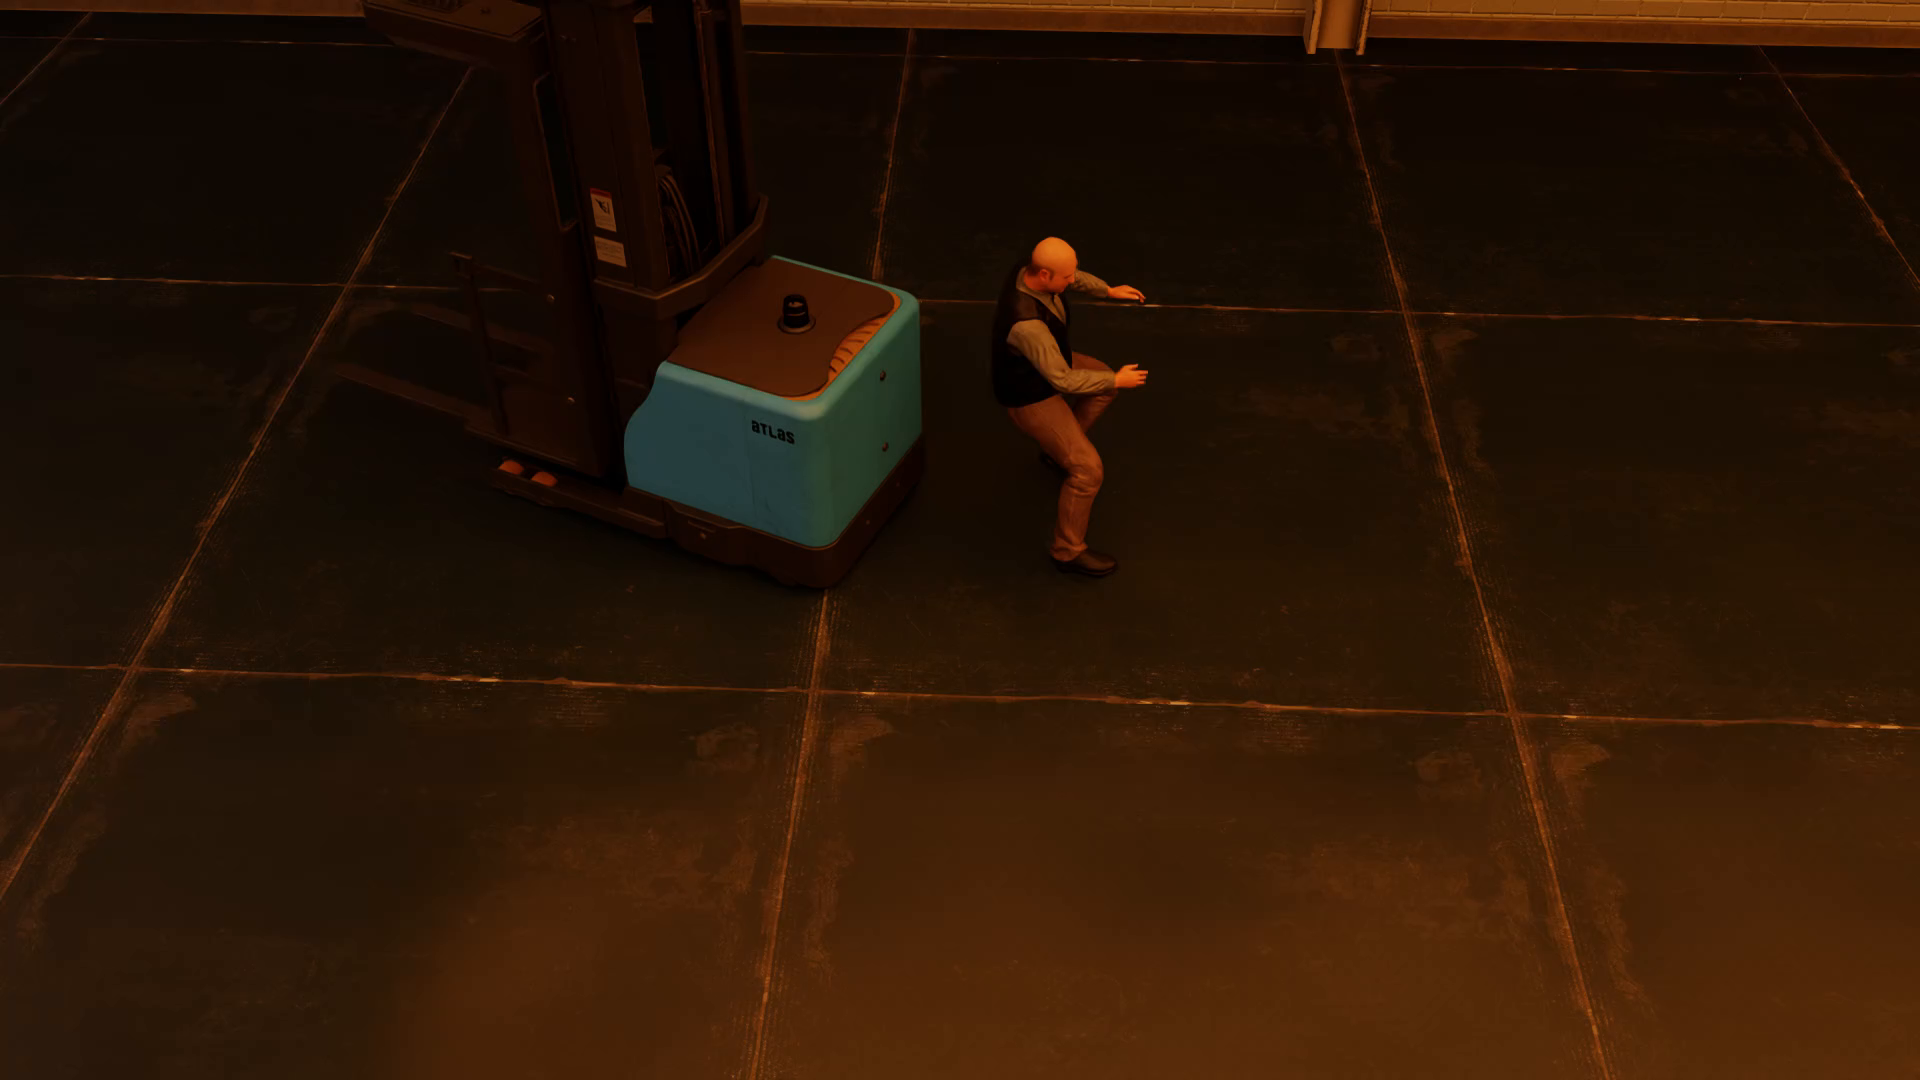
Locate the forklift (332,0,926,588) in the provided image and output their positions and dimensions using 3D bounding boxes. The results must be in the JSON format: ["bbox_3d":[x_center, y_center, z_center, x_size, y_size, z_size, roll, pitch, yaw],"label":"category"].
[{"bbox_3d":[-1.724,-1.549,7.439,3.031,2.935,1.130,18,45,19],"label":"forklift"}]

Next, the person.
[{"bbox_3d":[0.497,-0.726,7.586,0.720,1.526,0.946,9,43,9],"label":"person"}]
